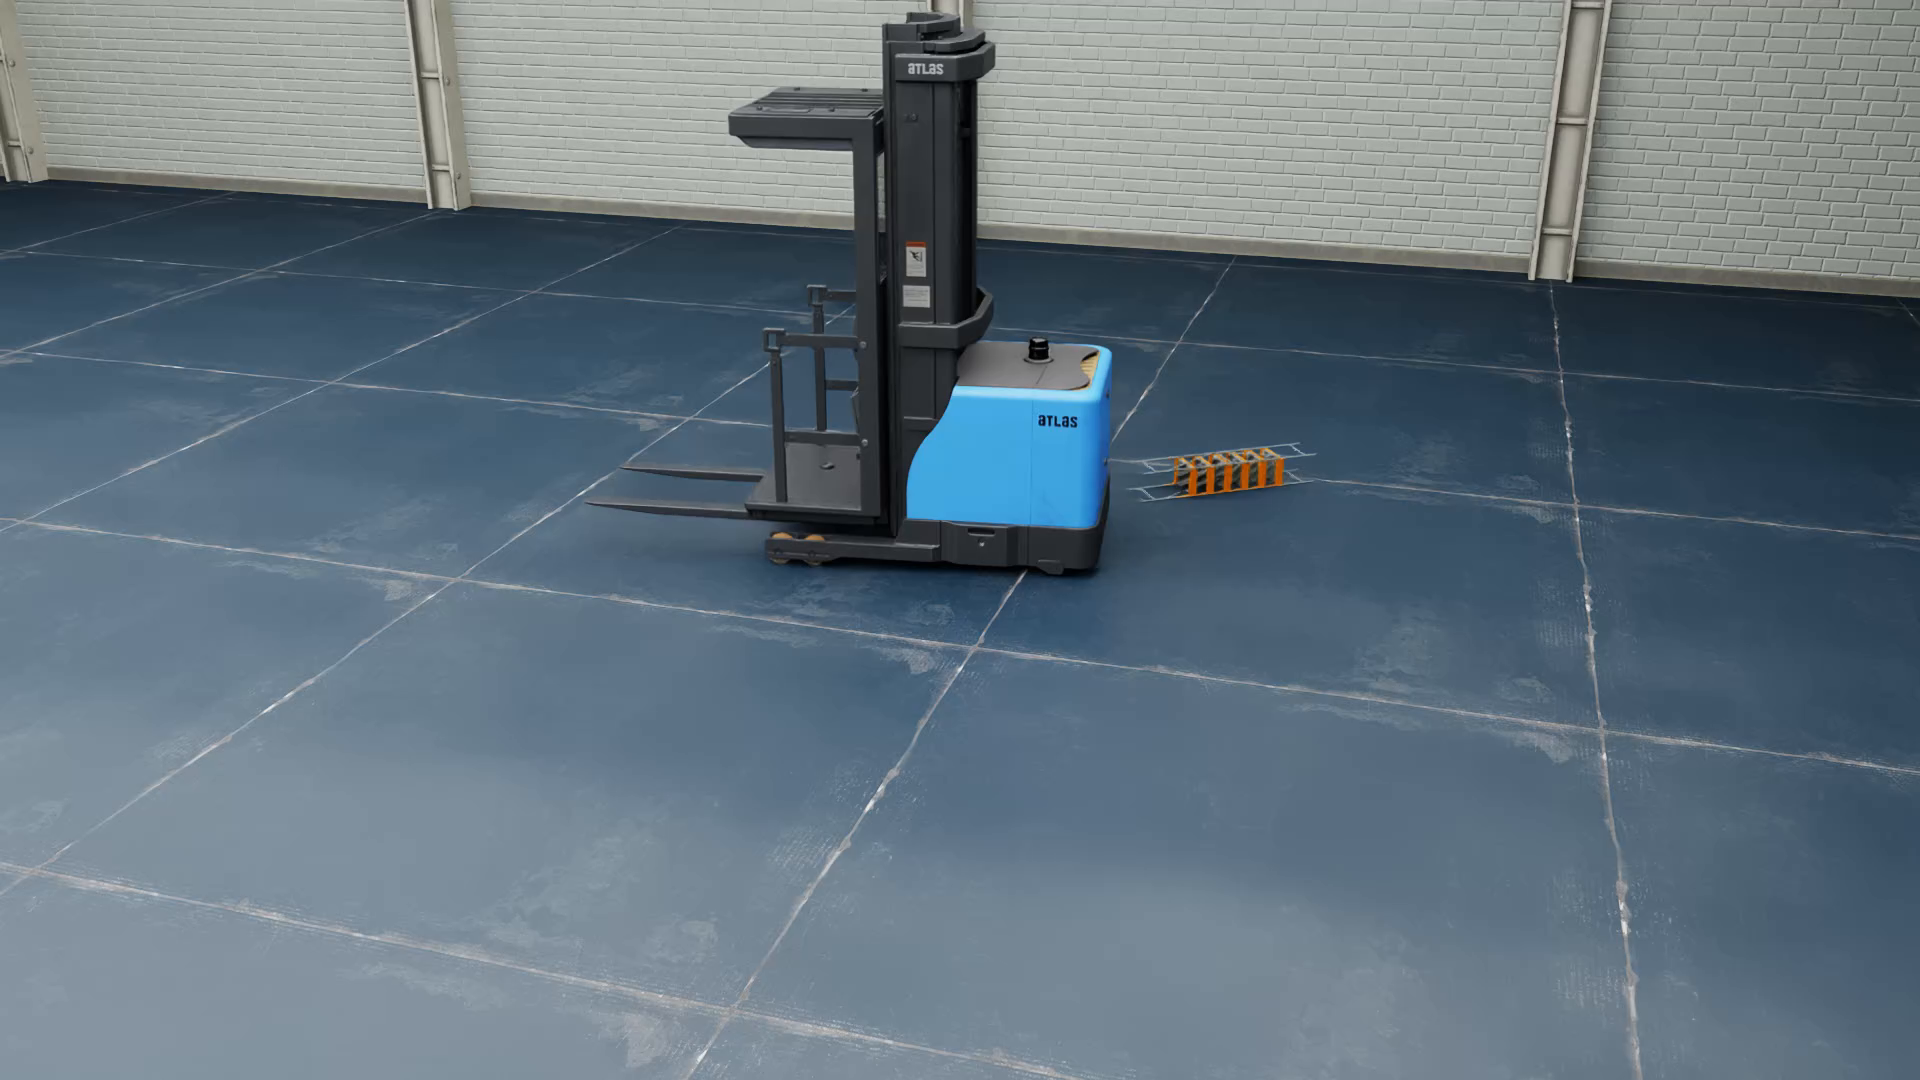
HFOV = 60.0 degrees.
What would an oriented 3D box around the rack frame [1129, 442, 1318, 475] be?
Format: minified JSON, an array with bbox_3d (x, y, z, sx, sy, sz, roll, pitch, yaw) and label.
[{"bbox_3d":[1.675,-0.519,10.540,1.200,0.006,0.240,-7,23,-16],"label":"rack frame"}]

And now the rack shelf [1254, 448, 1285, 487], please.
[{"bbox_3d":[1.975,-0.471,10.664,0.103,0.180,0.258,-7,23,-16],"label":"rack shelf"}]

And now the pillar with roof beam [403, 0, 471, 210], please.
[{"bbox_3d":[-7.095,-6.425,13.576,0.400,9.000,9.100,7,23,16],"label":"pillar with roof beam"}]

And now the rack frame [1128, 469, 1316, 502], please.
[{"bbox_3d":[1.675,-0.350,10.609,1.200,0.006,0.240,-7,23,-16],"label":"rack frame"}]

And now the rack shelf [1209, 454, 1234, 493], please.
[{"bbox_3d":[1.632,-0.429,10.562,0.103,0.180,0.258,-7,23,-16],"label":"rack shelf"}]

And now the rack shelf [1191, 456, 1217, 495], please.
[{"bbox_3d":[1.518,-0.416,10.528,0.103,0.180,0.258,-7,23,-16],"label":"rack shelf"}]

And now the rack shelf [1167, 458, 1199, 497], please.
[{"bbox_3d":[1.404,-0.402,10.494,0.103,0.180,0.258,-7,23,-16],"label":"rack shelf"}]

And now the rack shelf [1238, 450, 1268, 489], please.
[{"bbox_3d":[1.861,-0.457,10.630,0.103,0.180,0.258,-7,23,-16],"label":"rack shelf"}]

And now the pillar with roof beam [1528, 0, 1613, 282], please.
[{"bbox_3d":[4.394,-5.109,10.369,0.400,9.000,9.100,7,23,16],"label":"pillar with roof beam"}]

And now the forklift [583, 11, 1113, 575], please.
[{"bbox_3d":[-0.662,-1.408,9.341,3.031,2.935,1.130,3,23,8],"label":"forklift"}]

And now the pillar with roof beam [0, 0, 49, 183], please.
[{"bbox_3d":[-12.839,-7.083,15.179,0.400,9.000,9.100,7,23,16],"label":"pillar with roof beam"}]

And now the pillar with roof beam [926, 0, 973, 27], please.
[{"bbox_3d":[-1.350,-5.767,11.972,0.400,9.000,9.100,7,23,16],"label":"pillar with roof beam"}]

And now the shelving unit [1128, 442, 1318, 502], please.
[{"bbox_3d":[1.675,-0.435,10.574,1.200,0.189,0.258,-7,23,-16],"label":"shelving unit"}]

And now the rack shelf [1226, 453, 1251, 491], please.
[{"bbox_3d":[1.746,-0.443,10.596,0.103,0.180,0.258,-7,23,-16],"label":"rack shelf"}]
